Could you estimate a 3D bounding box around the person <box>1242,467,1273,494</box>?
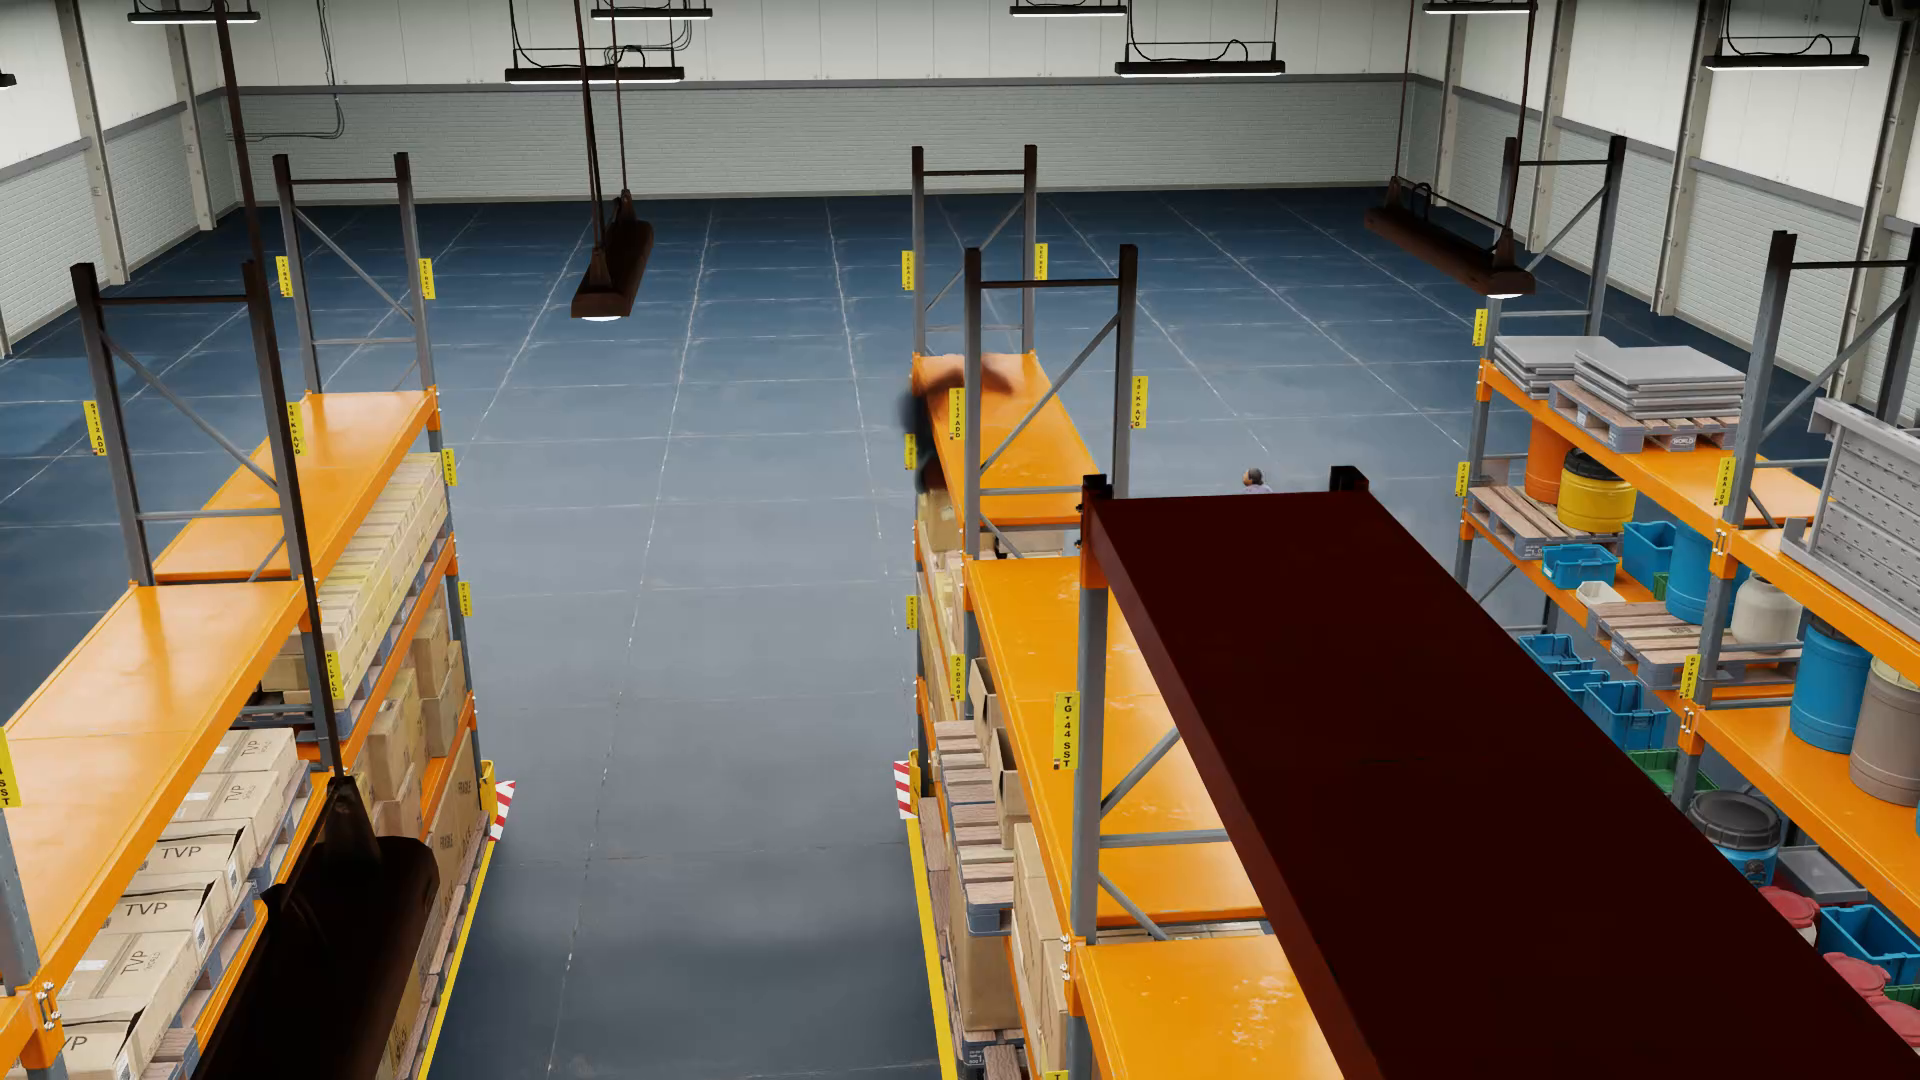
[{"bbox_3d":[3.492,-0.008,19.514,0.731,1.686,0.618,10,24,24],"label":"person"}]
